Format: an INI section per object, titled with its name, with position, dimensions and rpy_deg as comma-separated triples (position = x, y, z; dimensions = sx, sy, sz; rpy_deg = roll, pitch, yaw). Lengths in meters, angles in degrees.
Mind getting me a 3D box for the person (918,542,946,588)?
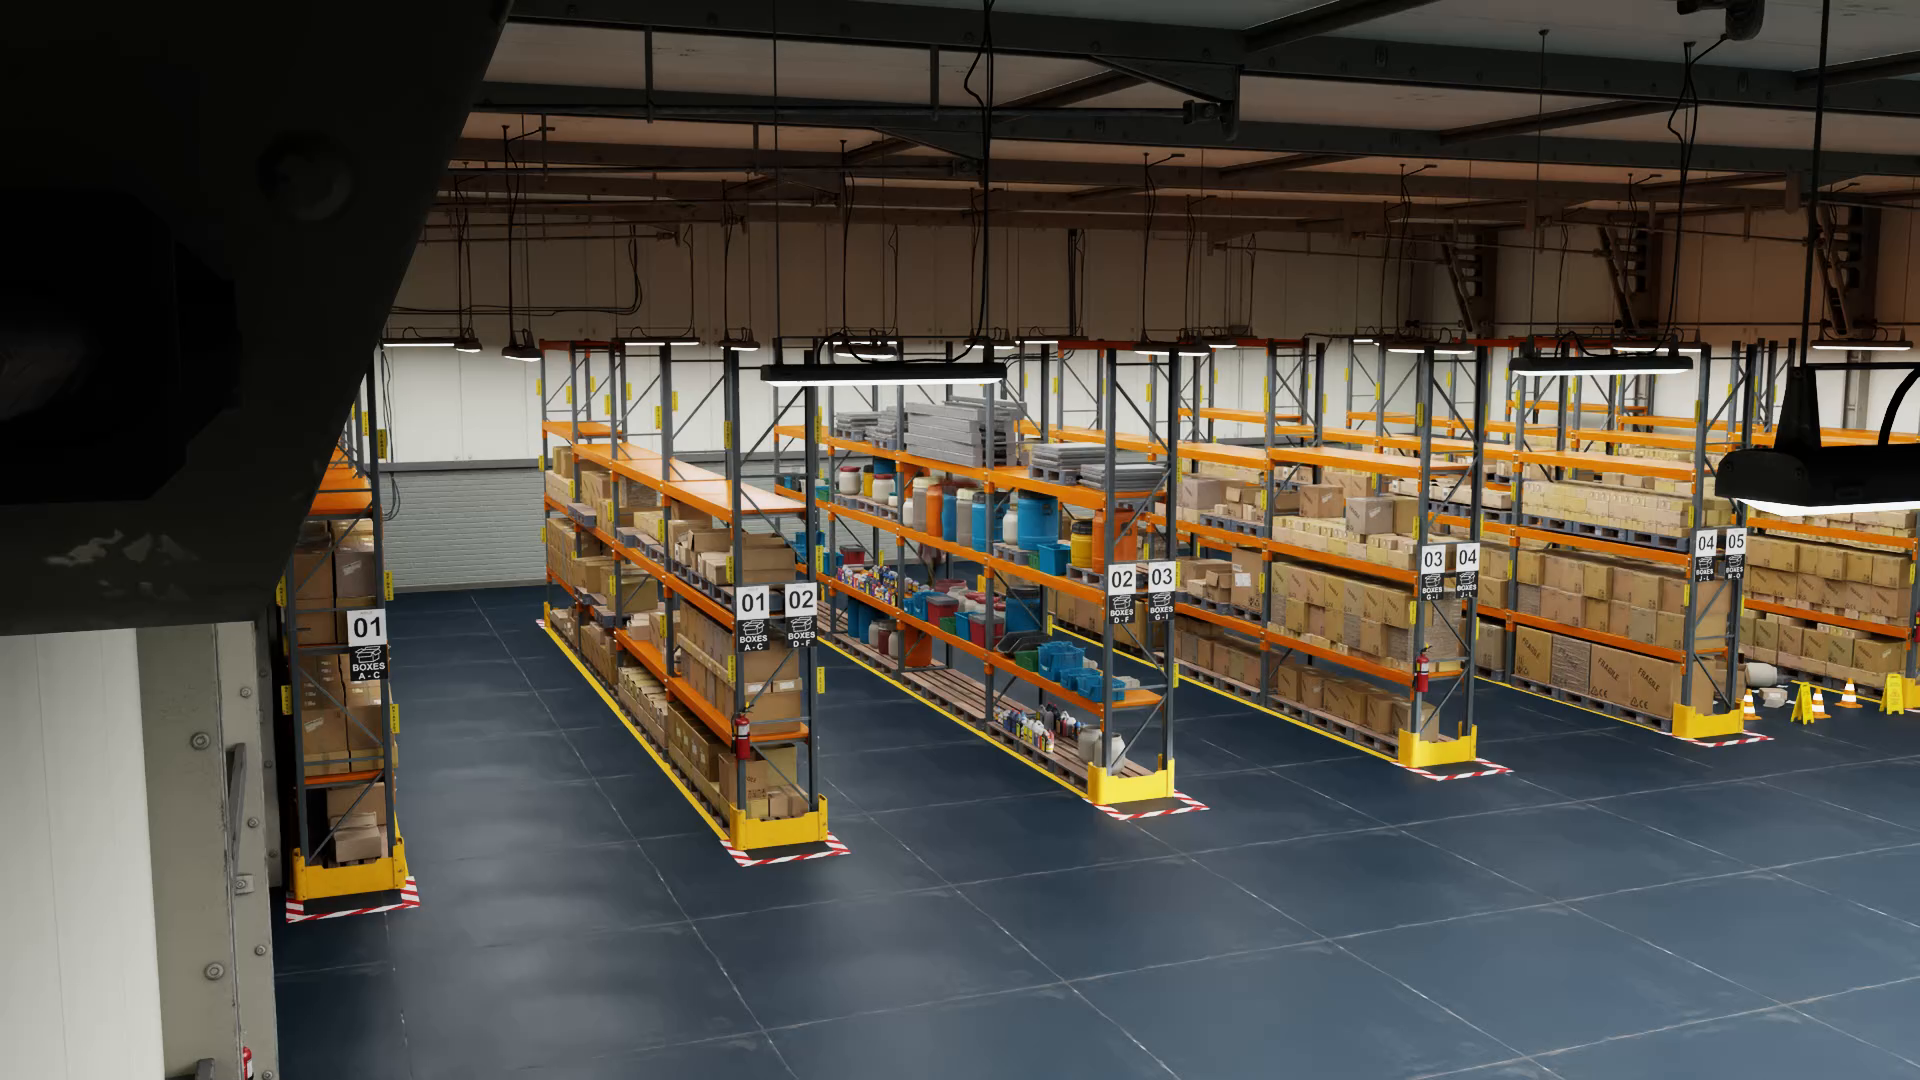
[person]
position = -0.628, 0.375, 39.032
dimensions = 0.634, 1.718, 1.103
rpy_deg = -3, 8, -20
